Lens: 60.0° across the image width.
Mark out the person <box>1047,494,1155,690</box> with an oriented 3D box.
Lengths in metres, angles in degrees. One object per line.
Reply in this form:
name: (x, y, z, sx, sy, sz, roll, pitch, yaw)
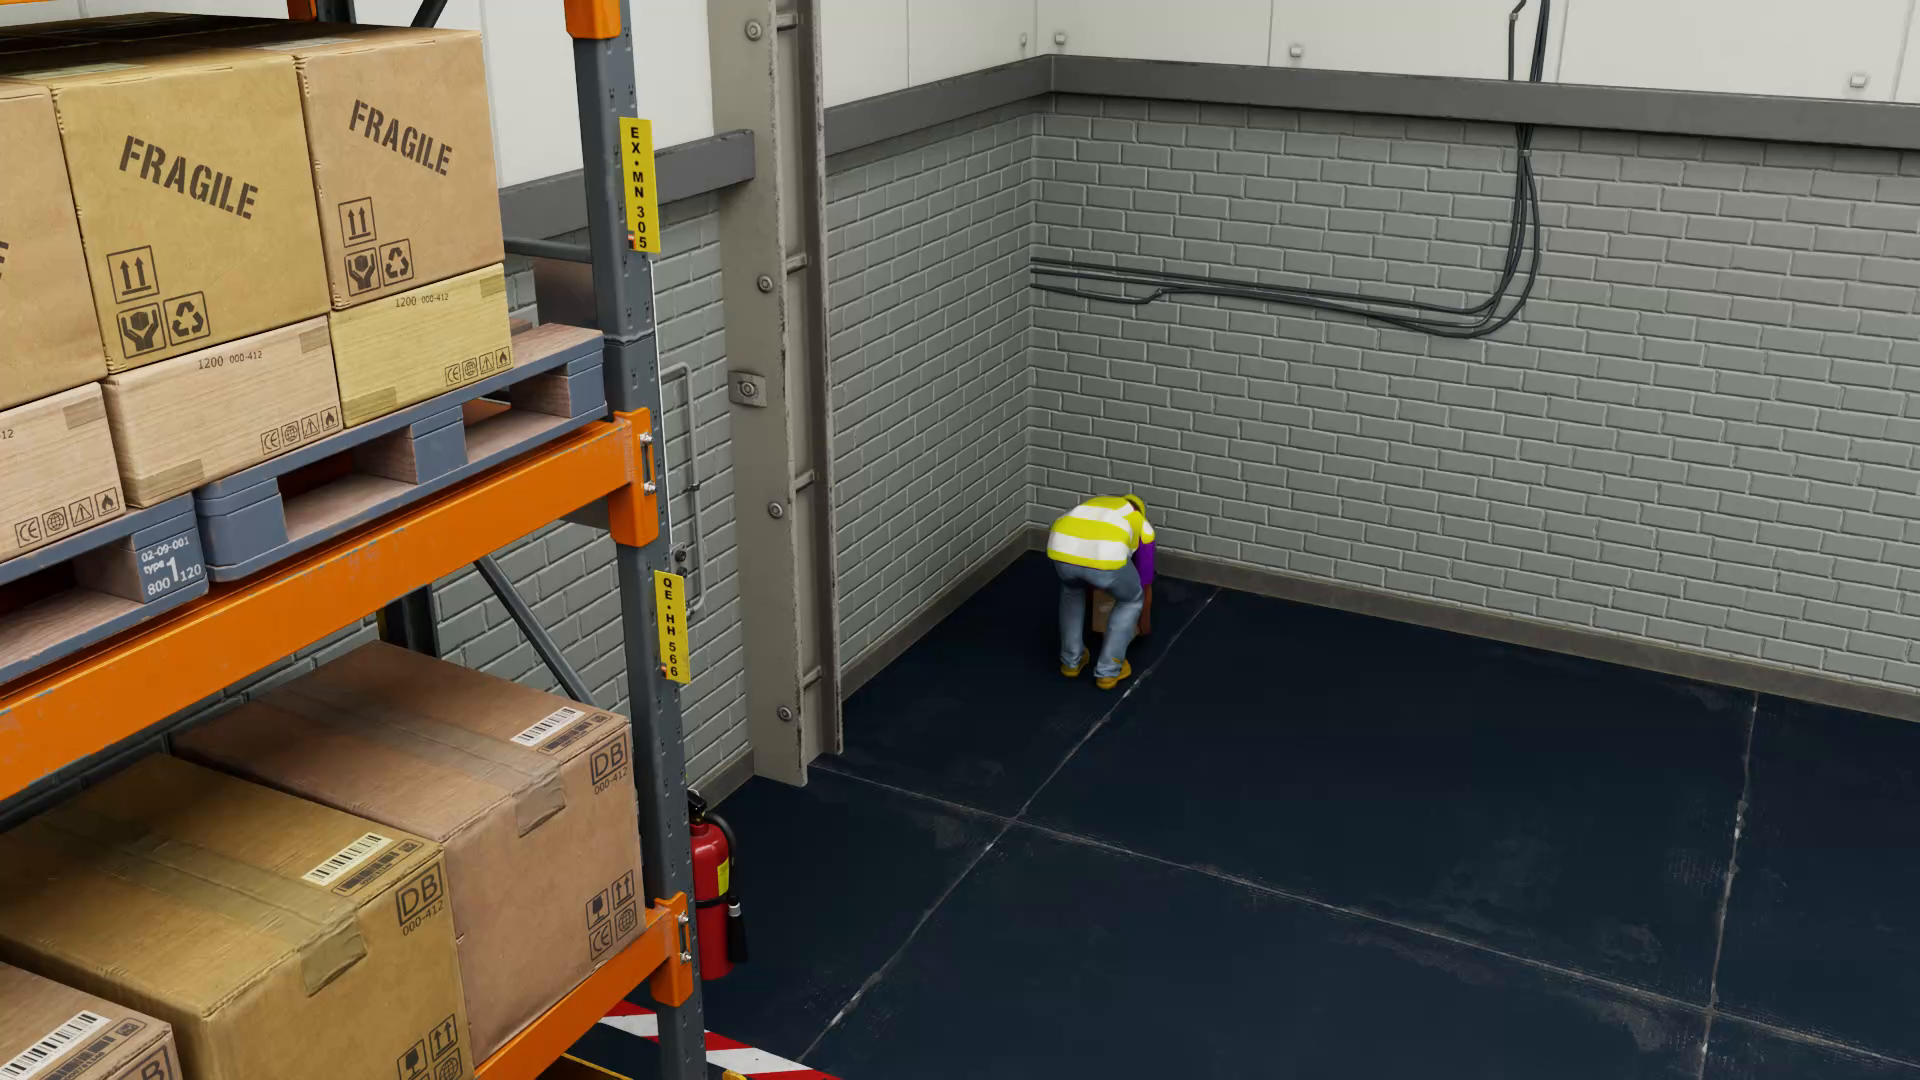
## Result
person: (0.786, 0.209, 9.060, 0.503, 0.993, 0.974, 10, 25, 22)
